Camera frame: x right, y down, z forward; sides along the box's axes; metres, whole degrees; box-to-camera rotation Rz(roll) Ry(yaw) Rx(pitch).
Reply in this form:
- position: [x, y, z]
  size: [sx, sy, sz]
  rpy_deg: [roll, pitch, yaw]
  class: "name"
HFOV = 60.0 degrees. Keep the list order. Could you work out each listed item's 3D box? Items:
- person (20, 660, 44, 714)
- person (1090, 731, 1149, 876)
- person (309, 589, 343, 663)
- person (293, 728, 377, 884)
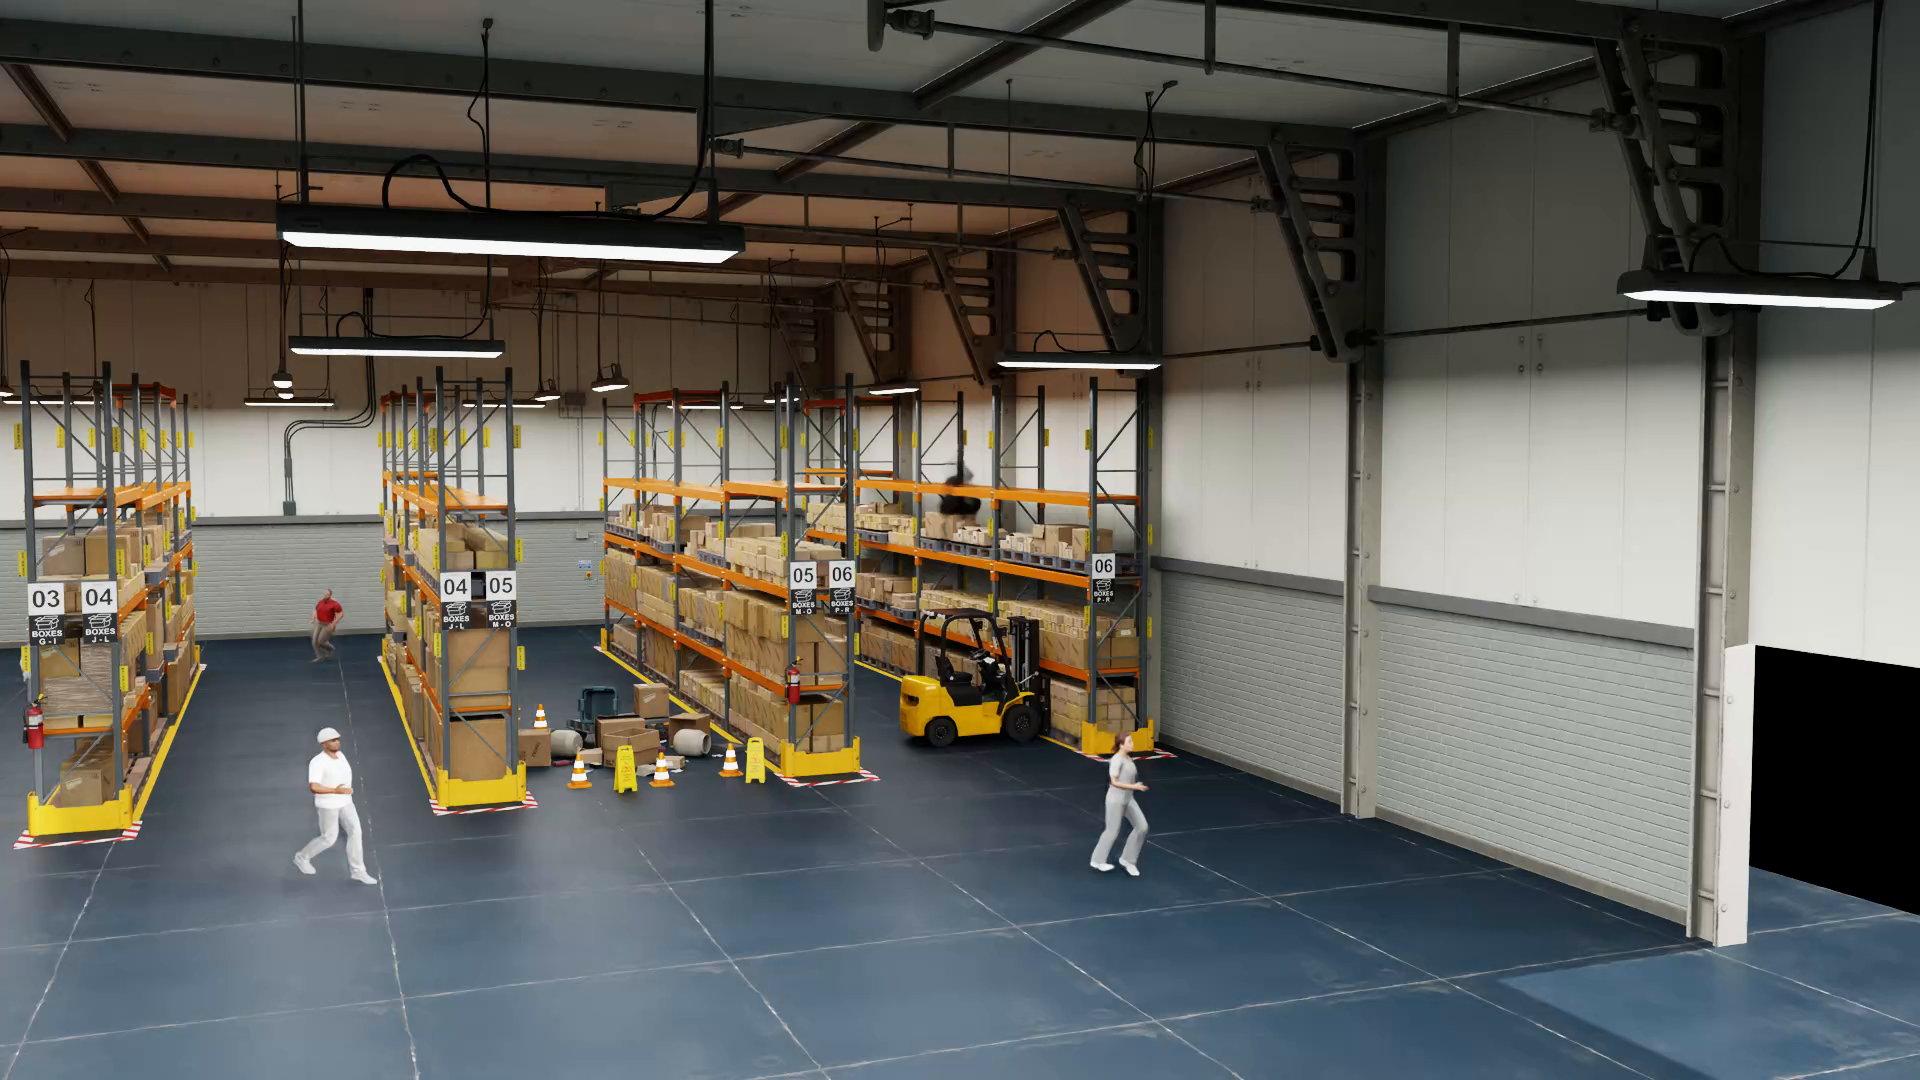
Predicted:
- position: [-16.120, 2.429, 29.080]
  size: [0.605, 1.669, 0.569]
  rpy_deg: [-1, 4, -18]
  class: "person"
- position: [1.841, 3.031, 19.075]
  size: [0.746, 1.700, 0.517]
  rpy_deg: [2, 4, 34]
  class: "person"
- position: [-14.234, 1.934, 37.299]
  size: [0.710, 1.656, 0.520]
  rpy_deg: [1, 4, 20]
  class: "person"
- position: [-7.062, 2.994, 18.776]
  size: [0.979, 1.765, 0.711]
  rpy_deg: [1, 4, 16]
  class: "person"
